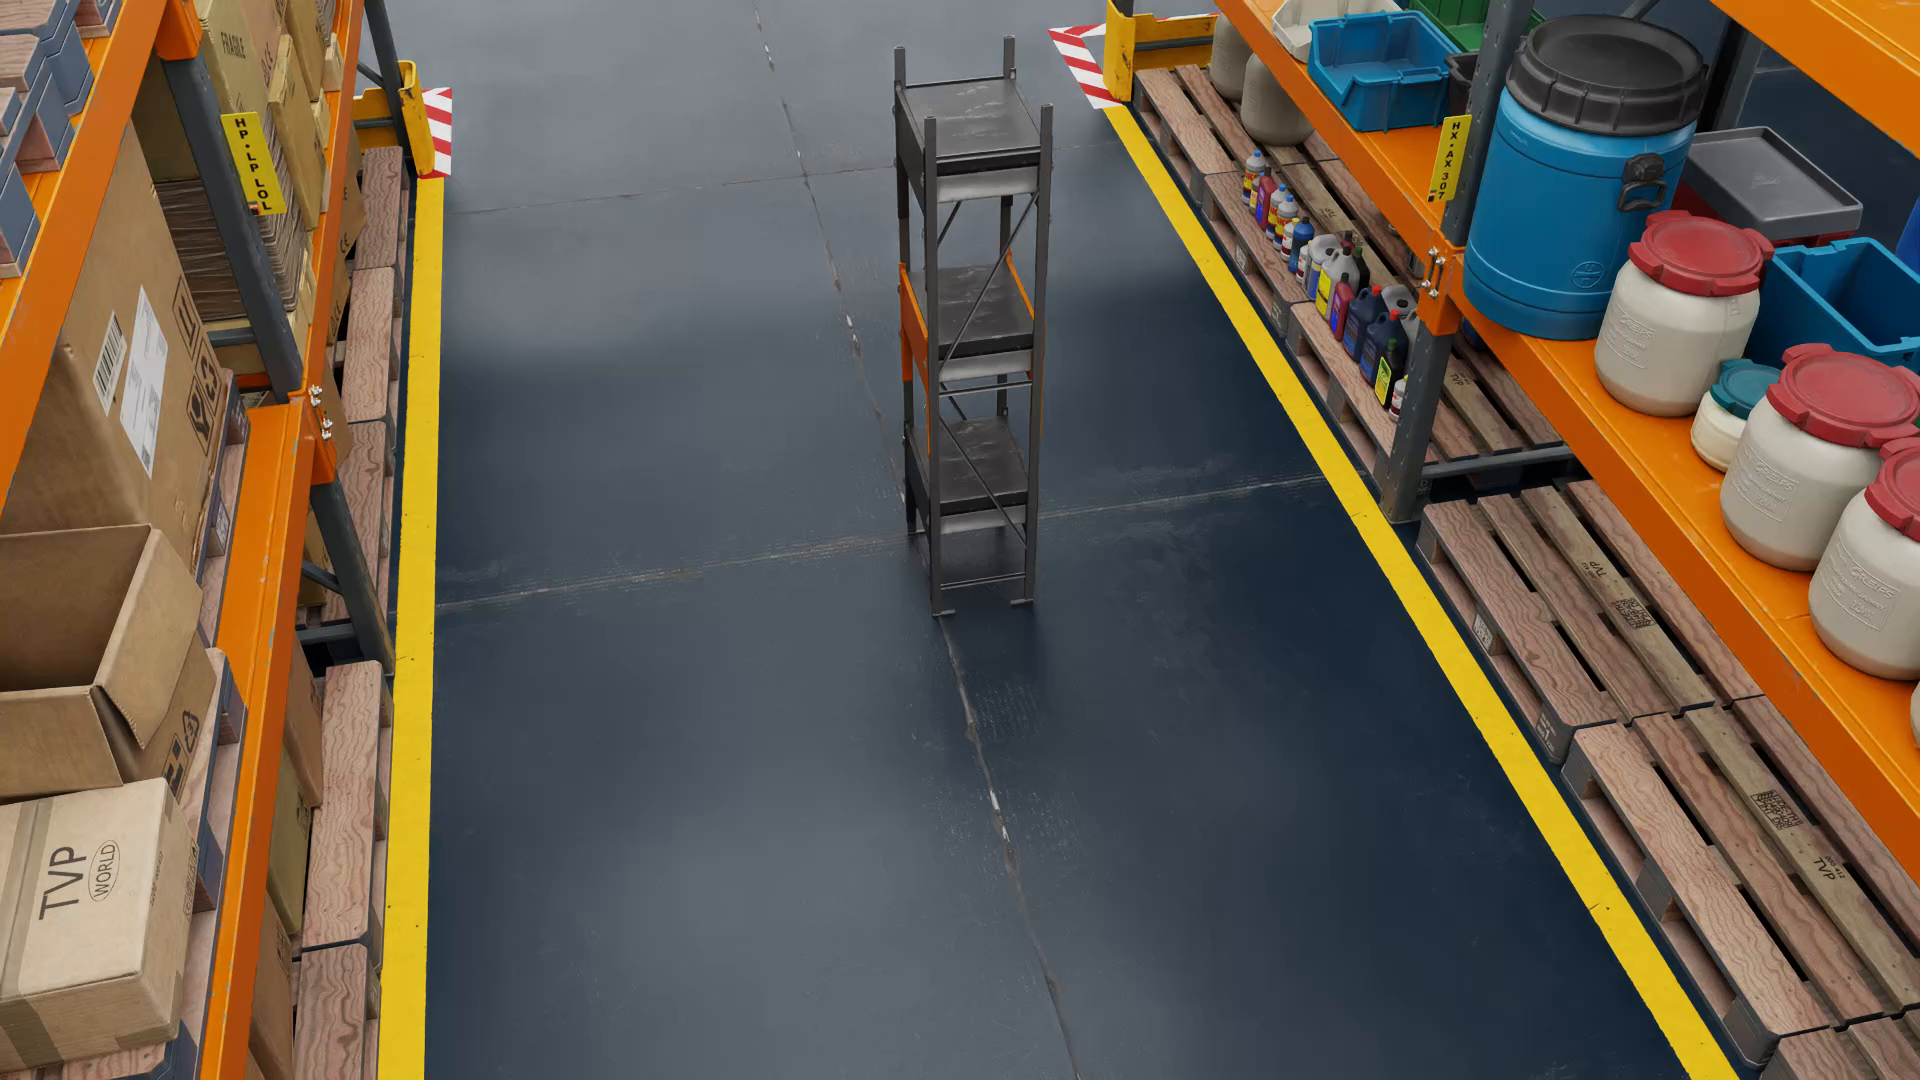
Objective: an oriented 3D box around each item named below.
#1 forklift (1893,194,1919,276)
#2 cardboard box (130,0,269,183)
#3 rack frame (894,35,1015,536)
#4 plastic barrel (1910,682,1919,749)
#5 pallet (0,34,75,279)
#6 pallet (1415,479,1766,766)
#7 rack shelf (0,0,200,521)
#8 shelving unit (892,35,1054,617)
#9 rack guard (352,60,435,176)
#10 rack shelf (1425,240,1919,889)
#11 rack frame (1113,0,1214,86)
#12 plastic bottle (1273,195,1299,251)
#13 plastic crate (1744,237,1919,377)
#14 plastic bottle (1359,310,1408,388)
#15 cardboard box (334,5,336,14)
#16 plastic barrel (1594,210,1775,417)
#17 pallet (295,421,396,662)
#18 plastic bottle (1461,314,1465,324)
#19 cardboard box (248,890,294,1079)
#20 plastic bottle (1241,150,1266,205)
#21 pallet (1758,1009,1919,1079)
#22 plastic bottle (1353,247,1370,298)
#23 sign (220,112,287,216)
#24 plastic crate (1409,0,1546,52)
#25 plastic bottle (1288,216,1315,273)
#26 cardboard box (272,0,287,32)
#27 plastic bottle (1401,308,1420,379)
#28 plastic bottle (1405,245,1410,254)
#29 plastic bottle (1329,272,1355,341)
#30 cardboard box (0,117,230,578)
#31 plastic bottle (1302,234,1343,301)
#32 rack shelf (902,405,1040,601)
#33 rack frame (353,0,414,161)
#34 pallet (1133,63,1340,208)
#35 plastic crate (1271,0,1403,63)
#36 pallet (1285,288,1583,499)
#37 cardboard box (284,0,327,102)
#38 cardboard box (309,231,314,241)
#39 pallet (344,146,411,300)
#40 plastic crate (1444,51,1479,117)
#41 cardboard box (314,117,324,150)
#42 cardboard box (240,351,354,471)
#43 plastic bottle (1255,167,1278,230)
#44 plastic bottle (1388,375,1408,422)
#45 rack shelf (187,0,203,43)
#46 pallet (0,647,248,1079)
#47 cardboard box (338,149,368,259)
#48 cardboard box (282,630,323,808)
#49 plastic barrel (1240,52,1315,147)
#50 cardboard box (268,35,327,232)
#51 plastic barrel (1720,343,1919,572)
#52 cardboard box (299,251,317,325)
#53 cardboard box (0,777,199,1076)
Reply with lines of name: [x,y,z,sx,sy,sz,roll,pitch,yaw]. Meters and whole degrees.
forklift: [5.259,-1.207,5.902,1.130,2.935,3.031,-28,49,-28]
cardboard box: [-2.448,-1.430,5.049,0.500,0.500,0.500,-8,42,-9]
rack frame: [-0.017,-0.836,6.110,0.400,2.100,0.015,-8,42,-9]
plastic barrel: [2.579,0.353,4.009,0.421,0.512,0.421,0,42,0]
pallet: [-2.343,-0.543,2.985,1.213,0.211,1.003,-8,42,-9]
pallet: [2.444,0.258,6.301,1.003,0.211,1.213,-8,42,-9]
rack shelf: [-2.167,-0.135,2.925,1.077,0.370,4.000,-8,42,-9]
shelving unit: [0.036,-0.678,5.932,0.431,2.100,0.503,-8,42,-9]
rack guard: [-3.446,-2.188,8.838,1.175,0.500,0.348,-8,42,-9]
rack shelf: [2.669,0.277,4.721,1.077,0.370,4.000,-8,42,-9]
rack frame: [1.374,-3.882,8.863,1.000,3.000,0.127,-8,42,-9]
plastic bottle: [1.556,-1.519,7.925,0.097,0.271,0.097,0,42,0]
plastic crate: [2.779,-0.612,5.192,0.392,0.384,0.575,-8,42,-9]
plastic bottle: [1.817,-0.839,7.099,0.144,0.351,0.185,-9,42,-10]
cardboard box: [-3.003,-2.442,7.430,0.380,0.149,0.250,-8,42,-9]
plastic barrel: [2.229,-0.688,5.163,0.433,0.535,0.433,0,42,0]
pallet: [-2.779,0.033,6.553,1.003,0.211,1.213,-8,42,-9]
plastic bottle: [2.319,-1.092,7.445,0.097,0.271,0.097,0,42,0]
cardboard box: [-2.282,1.267,4.615,0.700,0.500,0.500,-12,43,-13]
plastic bottle: [1.461,-1.806,8.249,0.097,0.271,0.097,0,42,0]
pallet: [2.971,1.839,4.519,1.003,0.211,1.213,-8,42,-9]
plastic bottle: [1.800,-1.179,7.533,0.061,0.283,0.133,-8,42,-9]
sign: [-2.058,-1.094,4.851,0.100,0.325,0.005,-8,42,-9]
plastic crate: [2.220,-2.130,7.050,0.450,0.188,0.662,-8,42,-9]
plastic bottle: [1.600,-1.388,7.777,0.097,0.271,0.097,0,42,0]
cardboard box: [-2.665,-2.078,5.779,0.500,0.500,0.500,-8,42,-9]
plastic bottle: [1.957,-0.859,7.123,0.144,0.351,0.185,-8,42,-9]
plastic bottle: [2.187,-1.462,7.914,0.097,0.201,0.097,0,42,0]
plastic bottle: [1.699,-1.038,7.374,0.061,0.283,0.133,-6,42,-6]
cardboard box: [-2.564,-0.425,4.201,1.000,1.000,1.000,-8,42,-9]
plastic bottle: [1.674,-1.251,7.620,0.152,0.276,0.135,-8,42,-8]
rack shelf: [0.036,-0.144,6.406,0.431,0.518,0.480,-8,42,-9]
rack frame: [-3.463,-3.172,8.064,1.000,3.000,0.127,-8,42,-9]
pallet: [1.606,-2.269,9.147,1.003,0.211,1.213,-8,42,-9]
plastic crate: [1.639,-2.206,7.175,0.530,0.136,0.437,-8,42,-9]
pallet: [2.133,-0.687,7.365,1.003,0.211,1.213,-8,42,-9]
cardboard box: [-2.983,-1.997,6.441,0.875,0.500,0.500,-8,42,-9]
cardboard box: [-2.537,-1.150,5.976,0.380,0.149,0.250,-8,42,-9]
pallet: [-3.305,-1.548,8.335,1.003,0.211,1.213,-8,42,-9]
plastic crate: [2.248,-1.623,6.366,0.767,0.338,0.504,-8,42,-9]
cardboard box: [-2.646,-1.474,6.341,0.380,0.149,0.250,-8,42,-9]
cardboard box: [-2.777,-0.436,6.549,0.500,0.500,0.500,4,42,4]
plastic bottle: [1.492,-1.661,8.076,0.061,0.283,0.133,-8,42,-9]
plastic bottle: [1.854,-0.597,6.940,0.097,0.201,0.097,0,42,0]
rack shelf: [-3.031,-2.728,5.846,1.077,0.370,4.000,-8,42,-9]
pallet: [-2.203,0.808,3.724,1.003,0.211,1.213,-8,42,-9]
cardboard box: [-3.182,-1.604,7.864,0.500,0.500,0.500,2,42,2]
cardboard box: [-2.488,0.592,5.375,0.700,0.500,0.500,-11,43,-13]
plastic barrel: [1.699,-2.368,8.715,0.421,0.512,0.421,0,42,0]
cardboard box: [-2.709,-1.357,5.720,0.875,0.500,0.500,-8,42,-9]
plastic barrel: [2.388,-0.212,4.627,0.433,0.535,0.433,0,42,0]
cardboard box: [-2.393,-0.832,5.616,0.380,0.149,0.250,-8,42,-9]
cardboard box: [-1.873,0.793,3.393,0.500,0.250,0.500,-9,42,-10]
